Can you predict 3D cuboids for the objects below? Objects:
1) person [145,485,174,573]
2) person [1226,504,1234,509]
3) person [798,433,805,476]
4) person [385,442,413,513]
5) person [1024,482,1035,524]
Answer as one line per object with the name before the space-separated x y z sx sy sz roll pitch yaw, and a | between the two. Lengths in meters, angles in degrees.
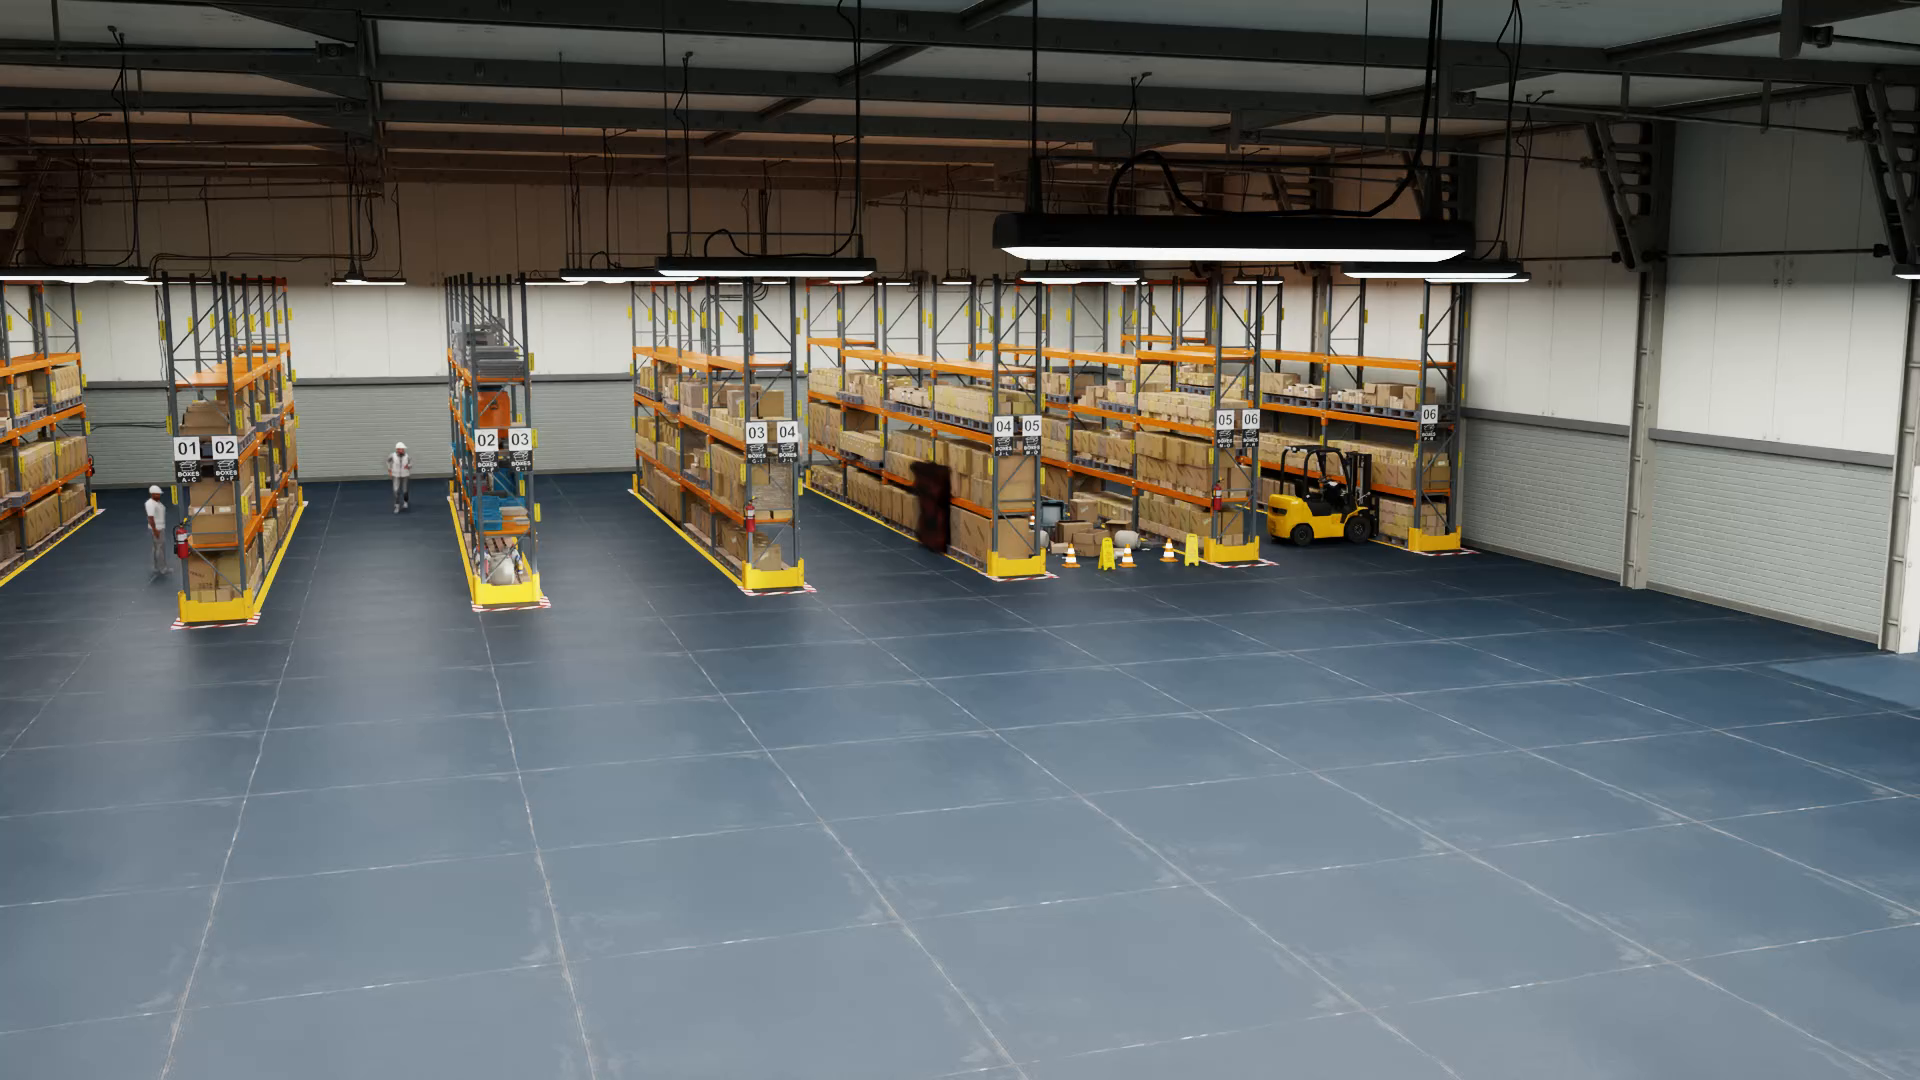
person | -16.207 -0.225 33.642 0.443 1.767 0.617 -4 10 -27
person | 6.443 -1.065 39.648 0.398 1.671 0.500 2 9 11
person | -4.993 -2.609 50.352 0.496 1.500 1.034 2 9 11
person | -14.486 -1.625 43.006 0.691 1.814 0.829 -2 9 -14
person | 1.575 -1.241 40.547 0.407 1.734 0.602 -2 9 -16
